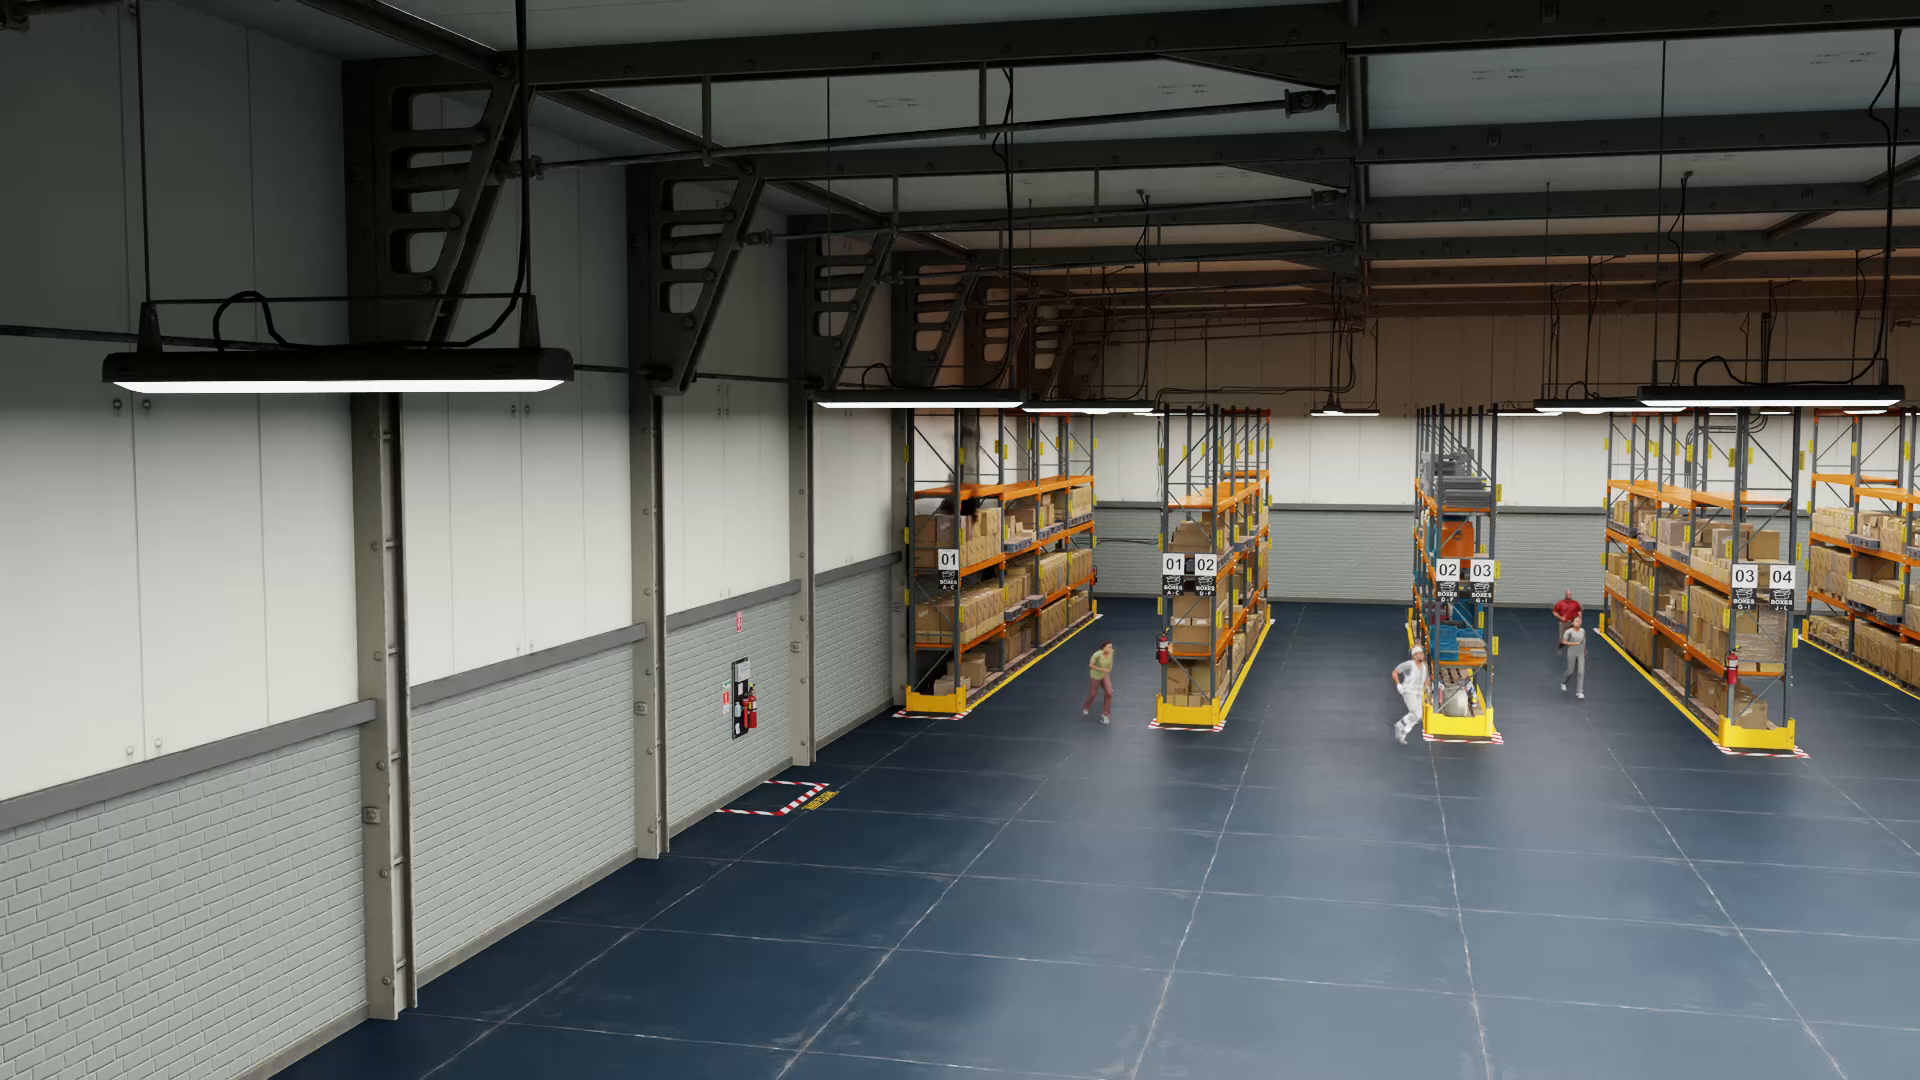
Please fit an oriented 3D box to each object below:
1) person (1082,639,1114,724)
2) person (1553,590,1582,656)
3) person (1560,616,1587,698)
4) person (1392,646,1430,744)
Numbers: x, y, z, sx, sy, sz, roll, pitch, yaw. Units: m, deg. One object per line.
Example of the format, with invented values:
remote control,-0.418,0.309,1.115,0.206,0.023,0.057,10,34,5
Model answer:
person,2.615,2.656,31.599,0.618,1.625,0.947,-2,5,-28
person,14.374,2.012,39.299,0.674,1.671,0.727,1,4,9
person,12.657,2.379,34.247,0.582,1.655,0.904,0,4,-5
person,8.015,2.734,29.262,0.678,1.710,0.542,-3,5,-33
